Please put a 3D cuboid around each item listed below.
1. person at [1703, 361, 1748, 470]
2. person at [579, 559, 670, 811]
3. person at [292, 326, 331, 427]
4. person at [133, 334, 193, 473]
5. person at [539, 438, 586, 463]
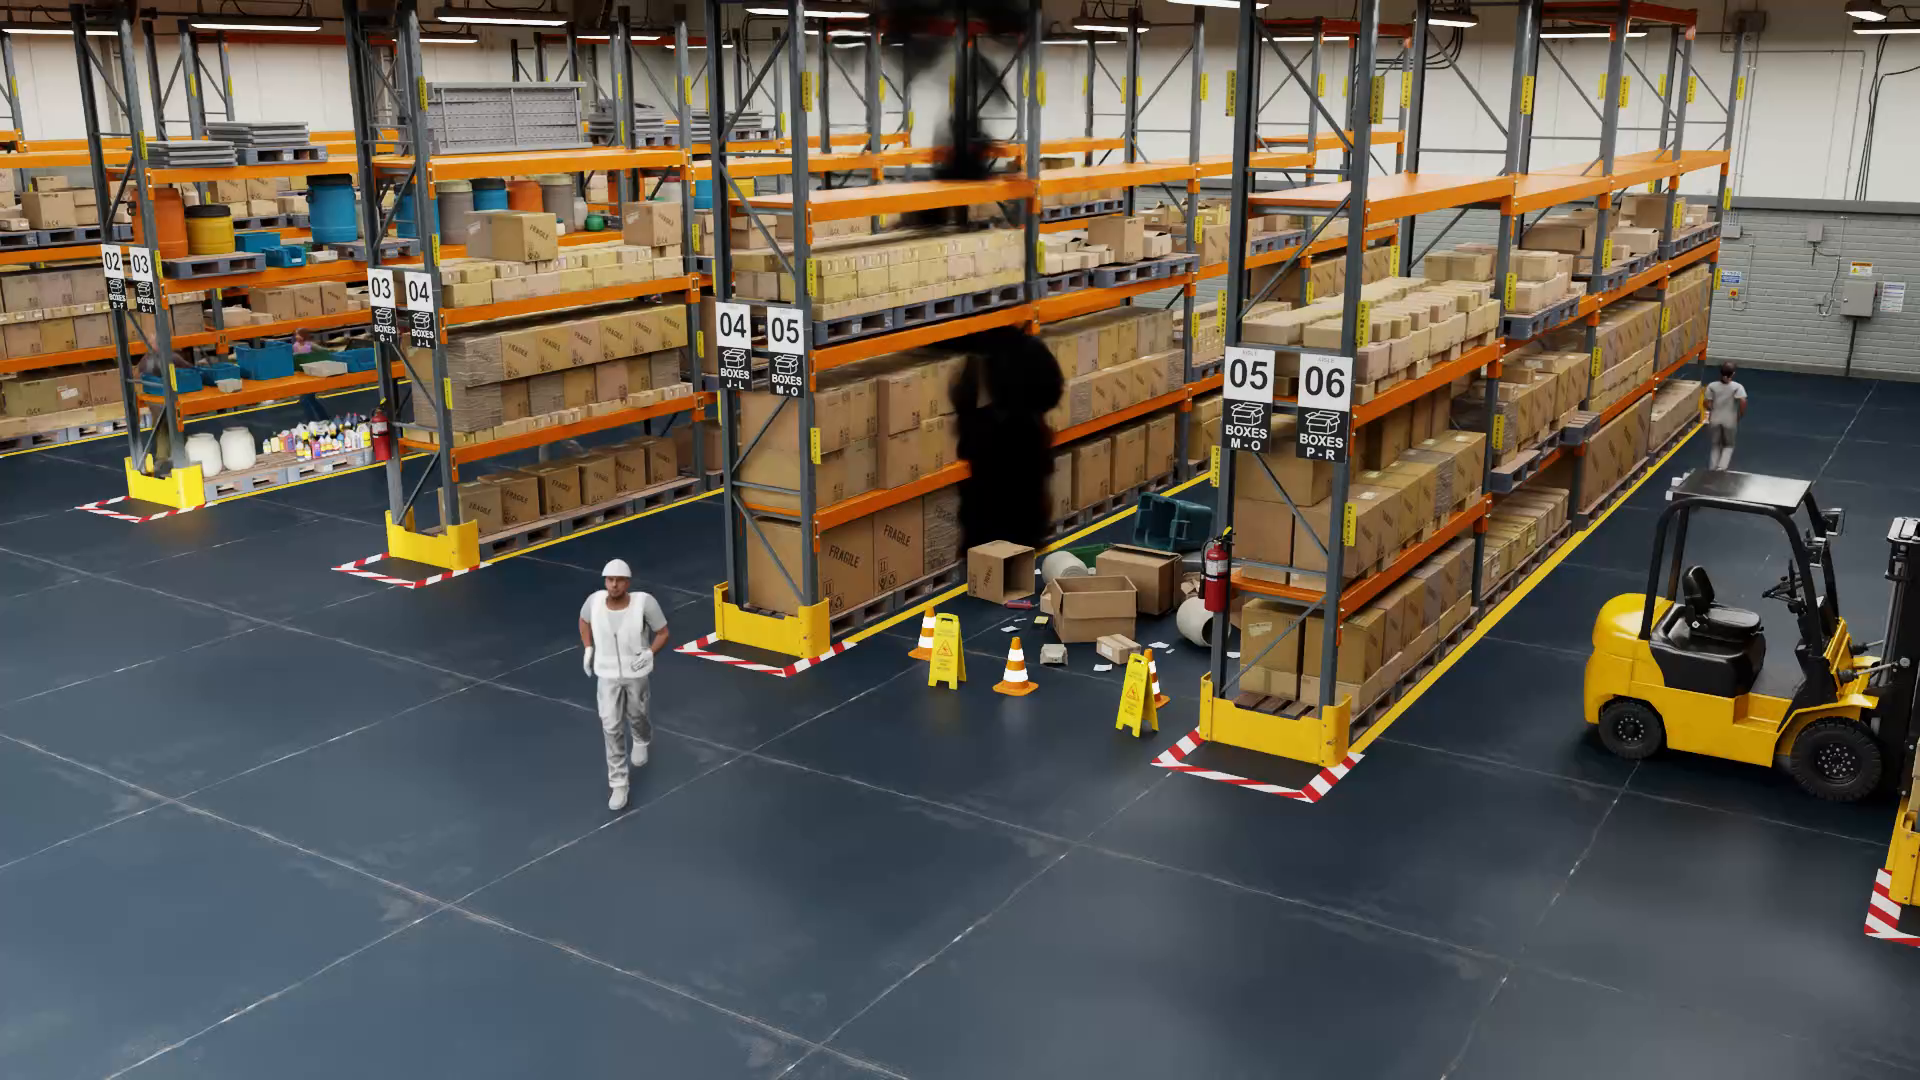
[{"bbox_3d":[9.909,-1.509,21.576,0.545,1.643,0.514,9,18,31],"label":"person"},{"bbox_3d":[-2.482,0.990,12.332,0.683,1.793,0.935,-1,16,-5],"label":"person"},{"bbox_3d":[-9.730,-2.360,24.812,0.526,1.618,0.707,7,17,25],"label":"person"},{"bbox_3d":[-10.863,-1.893,22.698,0.677,1.846,0.864,7,17,24],"label":"person"},{"bbox_3d":[-5.334,-1.648,21.906,0.611,1.682,0.940,9,18,29],"label":"person"}]
